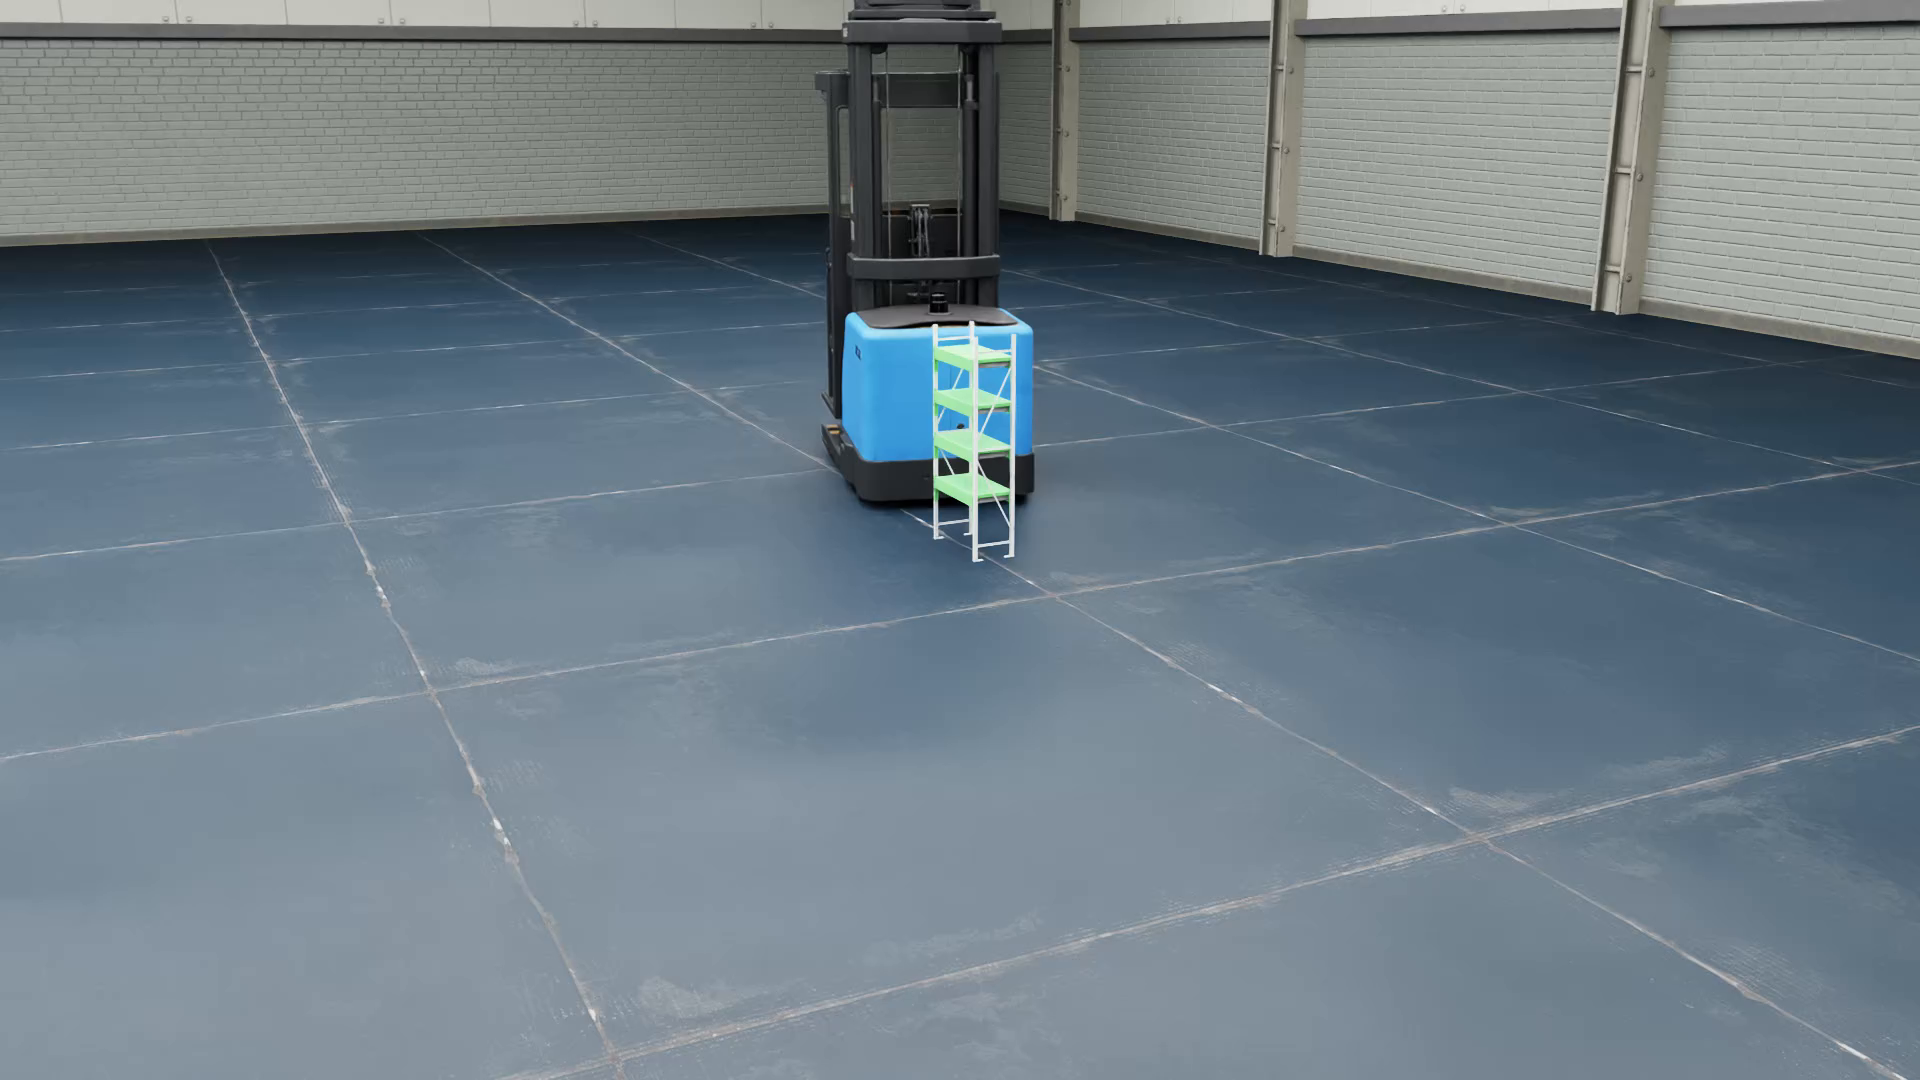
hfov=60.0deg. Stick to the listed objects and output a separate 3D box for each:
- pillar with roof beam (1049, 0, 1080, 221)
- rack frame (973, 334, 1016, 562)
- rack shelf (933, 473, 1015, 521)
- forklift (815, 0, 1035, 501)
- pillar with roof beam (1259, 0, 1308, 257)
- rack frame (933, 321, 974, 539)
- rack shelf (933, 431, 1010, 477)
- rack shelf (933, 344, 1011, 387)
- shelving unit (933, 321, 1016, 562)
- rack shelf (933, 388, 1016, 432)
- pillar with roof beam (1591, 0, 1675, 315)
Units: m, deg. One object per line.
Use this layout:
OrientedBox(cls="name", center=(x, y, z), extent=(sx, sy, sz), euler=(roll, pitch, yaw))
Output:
OrientedBox(cls="pillar with roof beam", center=(-2.132, -9.221, 25.068), extent=(9.100, 9.000, 0.400), euler=(-8, 18, -25))
OrientedBox(cls="rack frame", center=(0.179, -0.475, 8.731), extent=(0.240, 1.200, 0.015), euler=(-8, 18, -25))
OrientedBox(cls="rack shelf", center=(0.073, -0.244, 9.026), extent=(0.258, 0.148, 0.480), euler=(-8, 18, -25))
OrientedBox(cls="forklift", center=(-0.340, -1.998, 10.901), extent=(1.130, 2.935, 3.031), euler=(-3, 16, -11))
OrientedBox(cls="pillar with roof beam", center=(0.496, -7.733, 19.883), extent=(9.100, 9.000, 0.400), euler=(-8, 18, -25))
OrientedBox(cls="rack frame", center=(-0.034, -0.596, 9.153), extent=(0.240, 1.200, 0.015), euler=(-8, 18, -25))
OrientedBox(cls="rack shelf", center=(0.073, -0.474, 8.960), extent=(0.258, 0.148, 0.480), euler=(-8, 18, -25))
OrientedBox(cls="rack shelf", center=(0.073, -0.936, 8.827), extent=(0.258, 0.148, 0.480), euler=(-8, 18, -25))
OrientedBox(cls="shelving unit", center=(0.073, -0.536, 8.942), extent=(0.258, 1.200, 0.503), euler=(-8, 18, -25))
OrientedBox(cls="rack shelf", center=(0.073, -0.705, 8.894), extent=(0.258, 0.148, 0.480), euler=(-8, 18, -25))
OrientedBox(cls="pillar with roof beam", center=(3.125, -6.245, 14.699), extent=(9.100, 9.000, 0.400), euler=(-8, 18, -25))
